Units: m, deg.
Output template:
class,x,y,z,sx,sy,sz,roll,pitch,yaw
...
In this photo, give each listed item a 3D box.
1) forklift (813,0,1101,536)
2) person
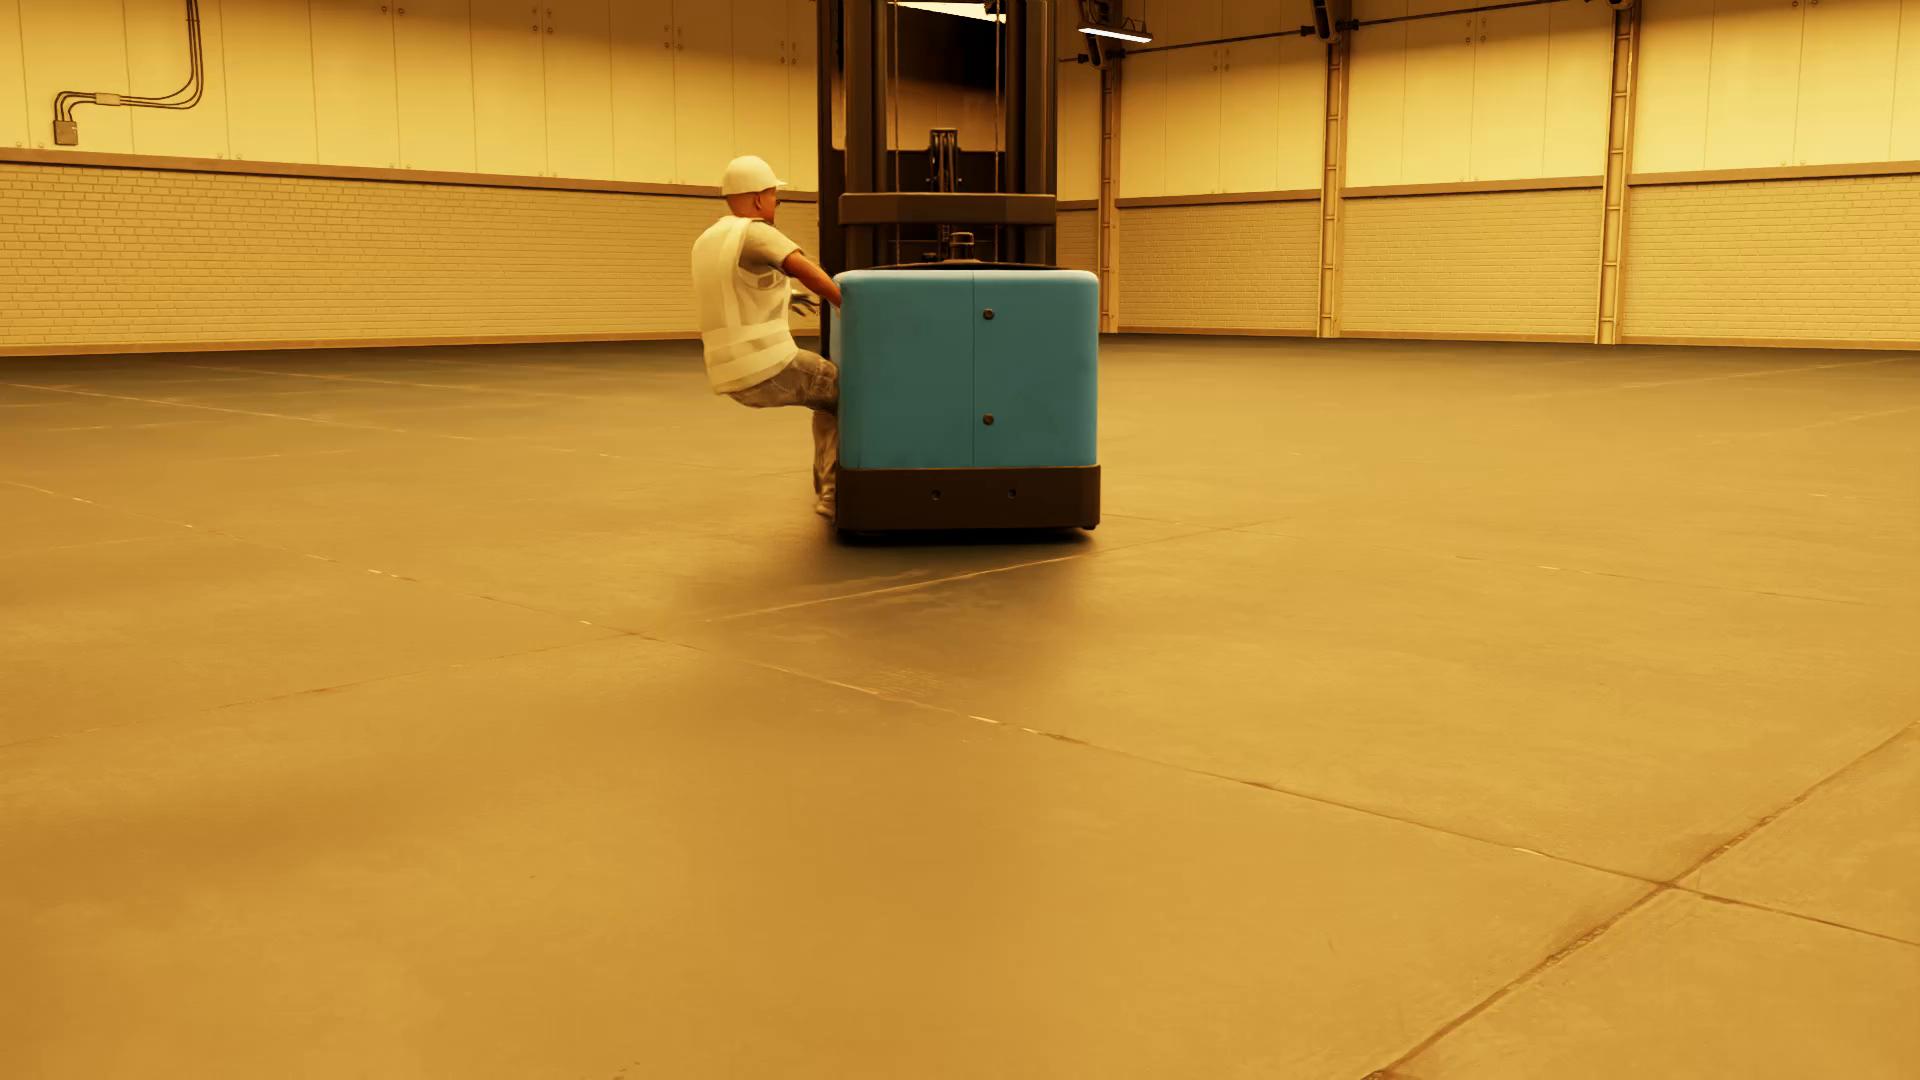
class,x,y,z,sx,sy,sz,roll,pitch,yaw
forklift,-0.133,-1.646,7.805,1.130,2.935,3.031,-1,9,-7
person,-0.644,-0.790,6.864,0.882,1.540,0.923,-8,12,-42
